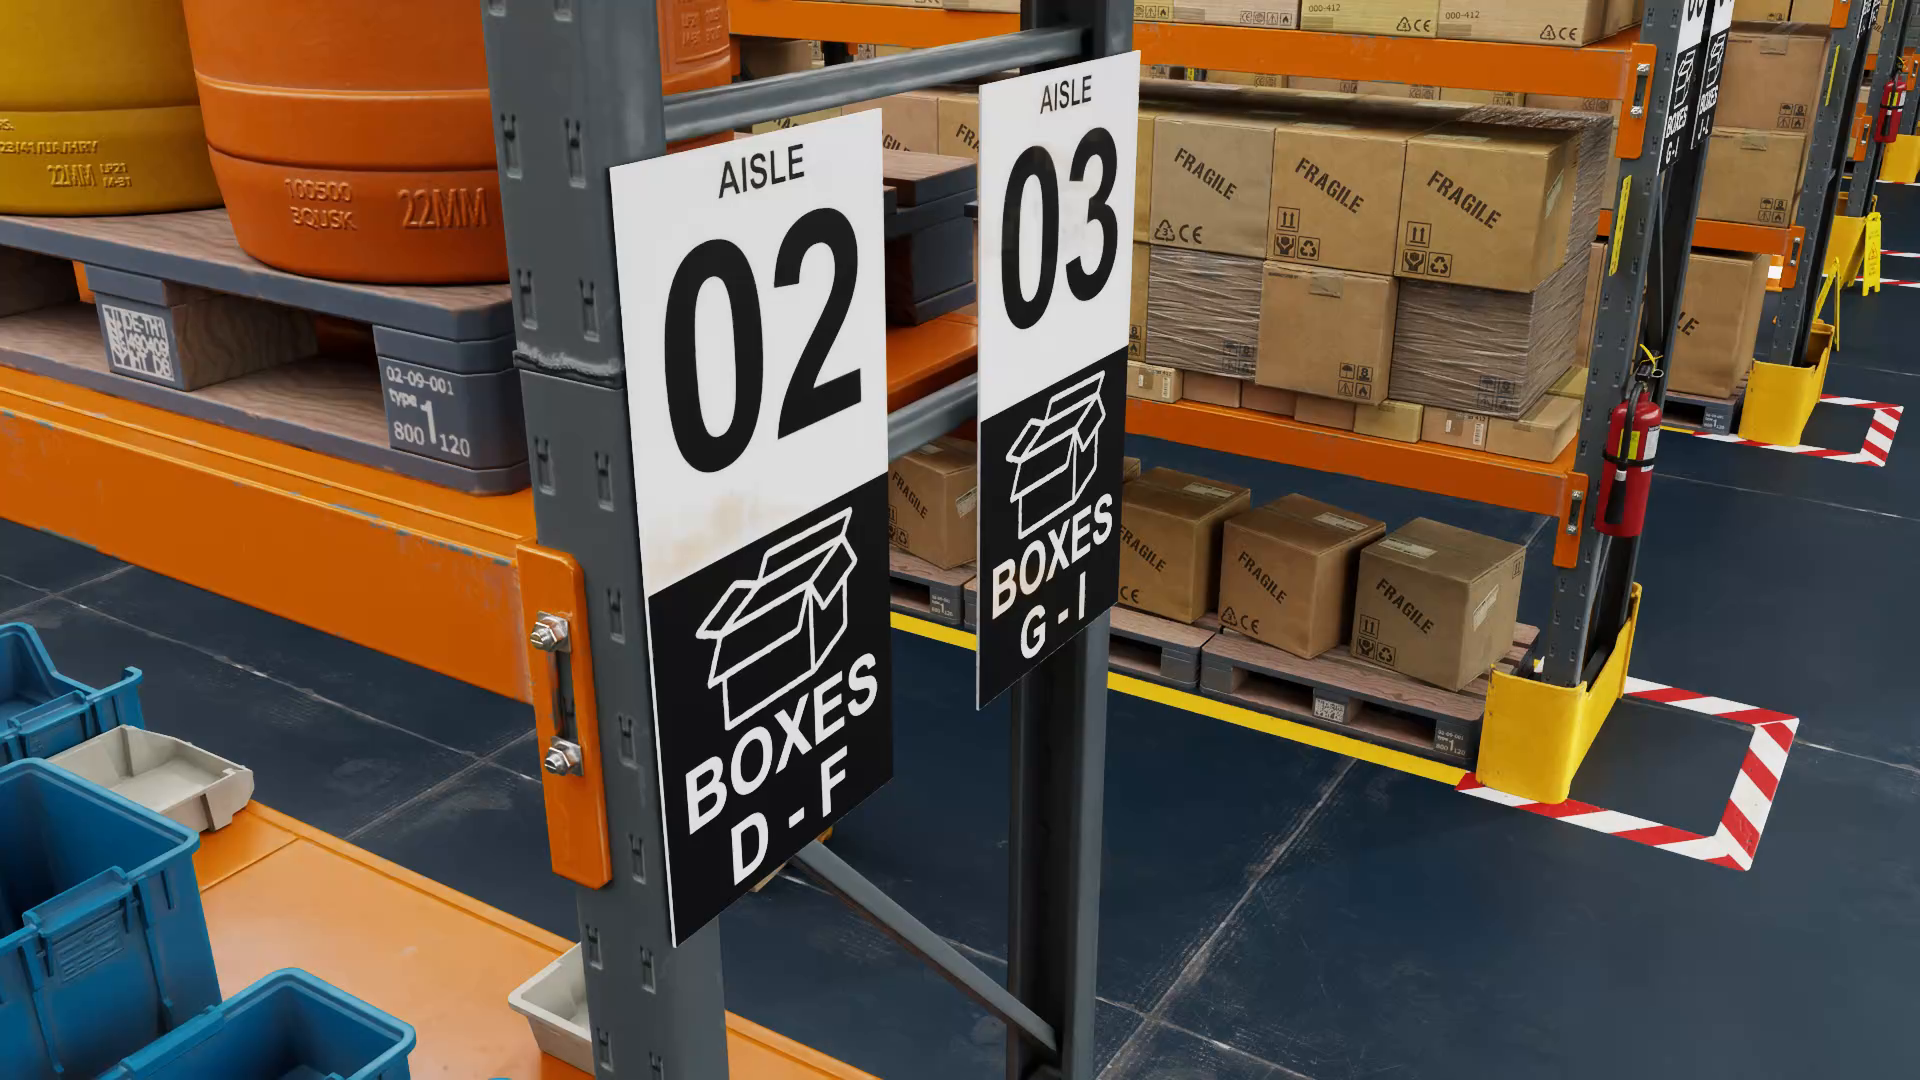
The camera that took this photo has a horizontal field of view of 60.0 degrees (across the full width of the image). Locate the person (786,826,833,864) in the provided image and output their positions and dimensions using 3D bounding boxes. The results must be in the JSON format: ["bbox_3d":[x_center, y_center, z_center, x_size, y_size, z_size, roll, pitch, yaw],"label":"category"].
[{"bbox_3d":[-0.652,0.297,5.874,0.620,1.779,0.454,13,26,28],"label":"person"}]
